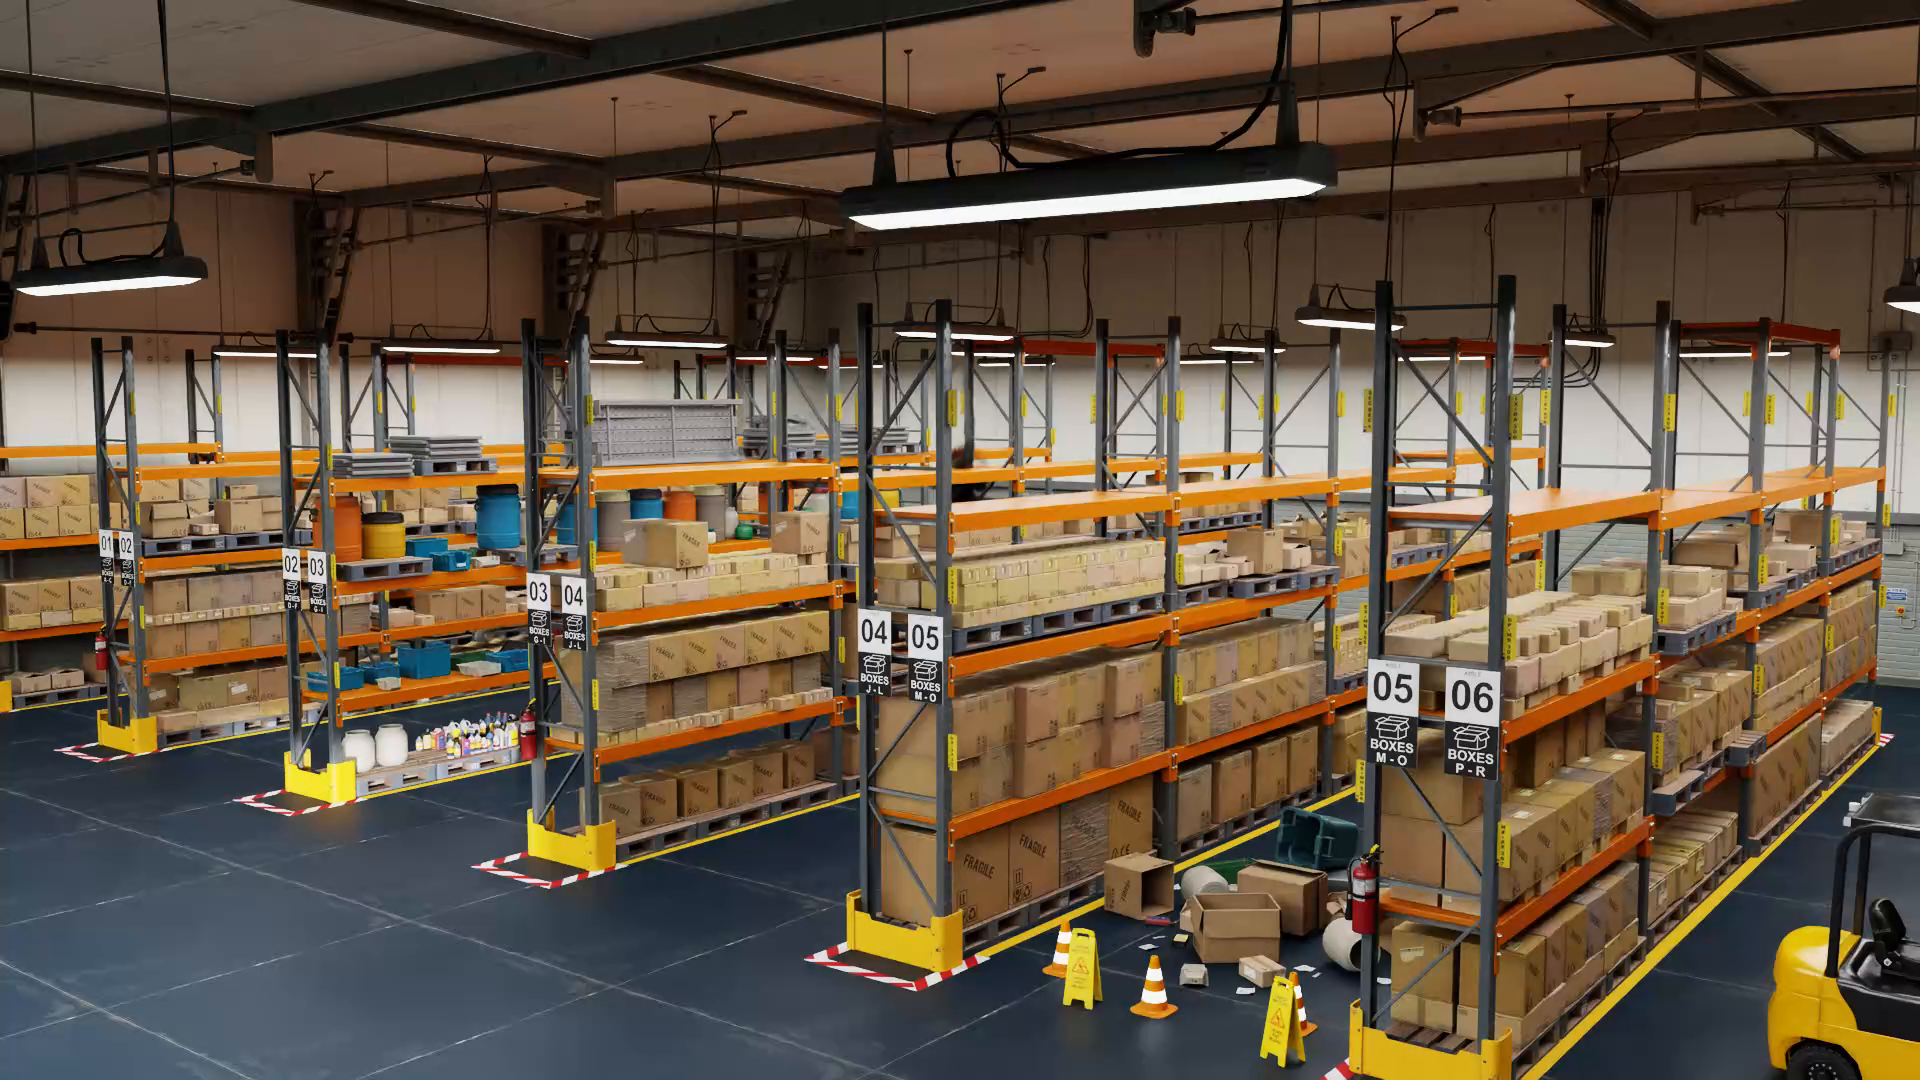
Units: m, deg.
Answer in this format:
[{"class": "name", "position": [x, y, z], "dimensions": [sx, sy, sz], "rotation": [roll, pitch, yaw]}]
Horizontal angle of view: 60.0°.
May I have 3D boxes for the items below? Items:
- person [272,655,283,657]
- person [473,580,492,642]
[{"class": "person", "position": [-11.639, 1.863, 28.502], "dimensions": [0.583, 1.643, 0.570], "rotation": [2, 5, 23]}, {"class": "person", "position": [-9.240, 1.525, 32.122], "dimensions": [0.607, 1.651, 0.941], "rotation": [3, 6, 32]}]
